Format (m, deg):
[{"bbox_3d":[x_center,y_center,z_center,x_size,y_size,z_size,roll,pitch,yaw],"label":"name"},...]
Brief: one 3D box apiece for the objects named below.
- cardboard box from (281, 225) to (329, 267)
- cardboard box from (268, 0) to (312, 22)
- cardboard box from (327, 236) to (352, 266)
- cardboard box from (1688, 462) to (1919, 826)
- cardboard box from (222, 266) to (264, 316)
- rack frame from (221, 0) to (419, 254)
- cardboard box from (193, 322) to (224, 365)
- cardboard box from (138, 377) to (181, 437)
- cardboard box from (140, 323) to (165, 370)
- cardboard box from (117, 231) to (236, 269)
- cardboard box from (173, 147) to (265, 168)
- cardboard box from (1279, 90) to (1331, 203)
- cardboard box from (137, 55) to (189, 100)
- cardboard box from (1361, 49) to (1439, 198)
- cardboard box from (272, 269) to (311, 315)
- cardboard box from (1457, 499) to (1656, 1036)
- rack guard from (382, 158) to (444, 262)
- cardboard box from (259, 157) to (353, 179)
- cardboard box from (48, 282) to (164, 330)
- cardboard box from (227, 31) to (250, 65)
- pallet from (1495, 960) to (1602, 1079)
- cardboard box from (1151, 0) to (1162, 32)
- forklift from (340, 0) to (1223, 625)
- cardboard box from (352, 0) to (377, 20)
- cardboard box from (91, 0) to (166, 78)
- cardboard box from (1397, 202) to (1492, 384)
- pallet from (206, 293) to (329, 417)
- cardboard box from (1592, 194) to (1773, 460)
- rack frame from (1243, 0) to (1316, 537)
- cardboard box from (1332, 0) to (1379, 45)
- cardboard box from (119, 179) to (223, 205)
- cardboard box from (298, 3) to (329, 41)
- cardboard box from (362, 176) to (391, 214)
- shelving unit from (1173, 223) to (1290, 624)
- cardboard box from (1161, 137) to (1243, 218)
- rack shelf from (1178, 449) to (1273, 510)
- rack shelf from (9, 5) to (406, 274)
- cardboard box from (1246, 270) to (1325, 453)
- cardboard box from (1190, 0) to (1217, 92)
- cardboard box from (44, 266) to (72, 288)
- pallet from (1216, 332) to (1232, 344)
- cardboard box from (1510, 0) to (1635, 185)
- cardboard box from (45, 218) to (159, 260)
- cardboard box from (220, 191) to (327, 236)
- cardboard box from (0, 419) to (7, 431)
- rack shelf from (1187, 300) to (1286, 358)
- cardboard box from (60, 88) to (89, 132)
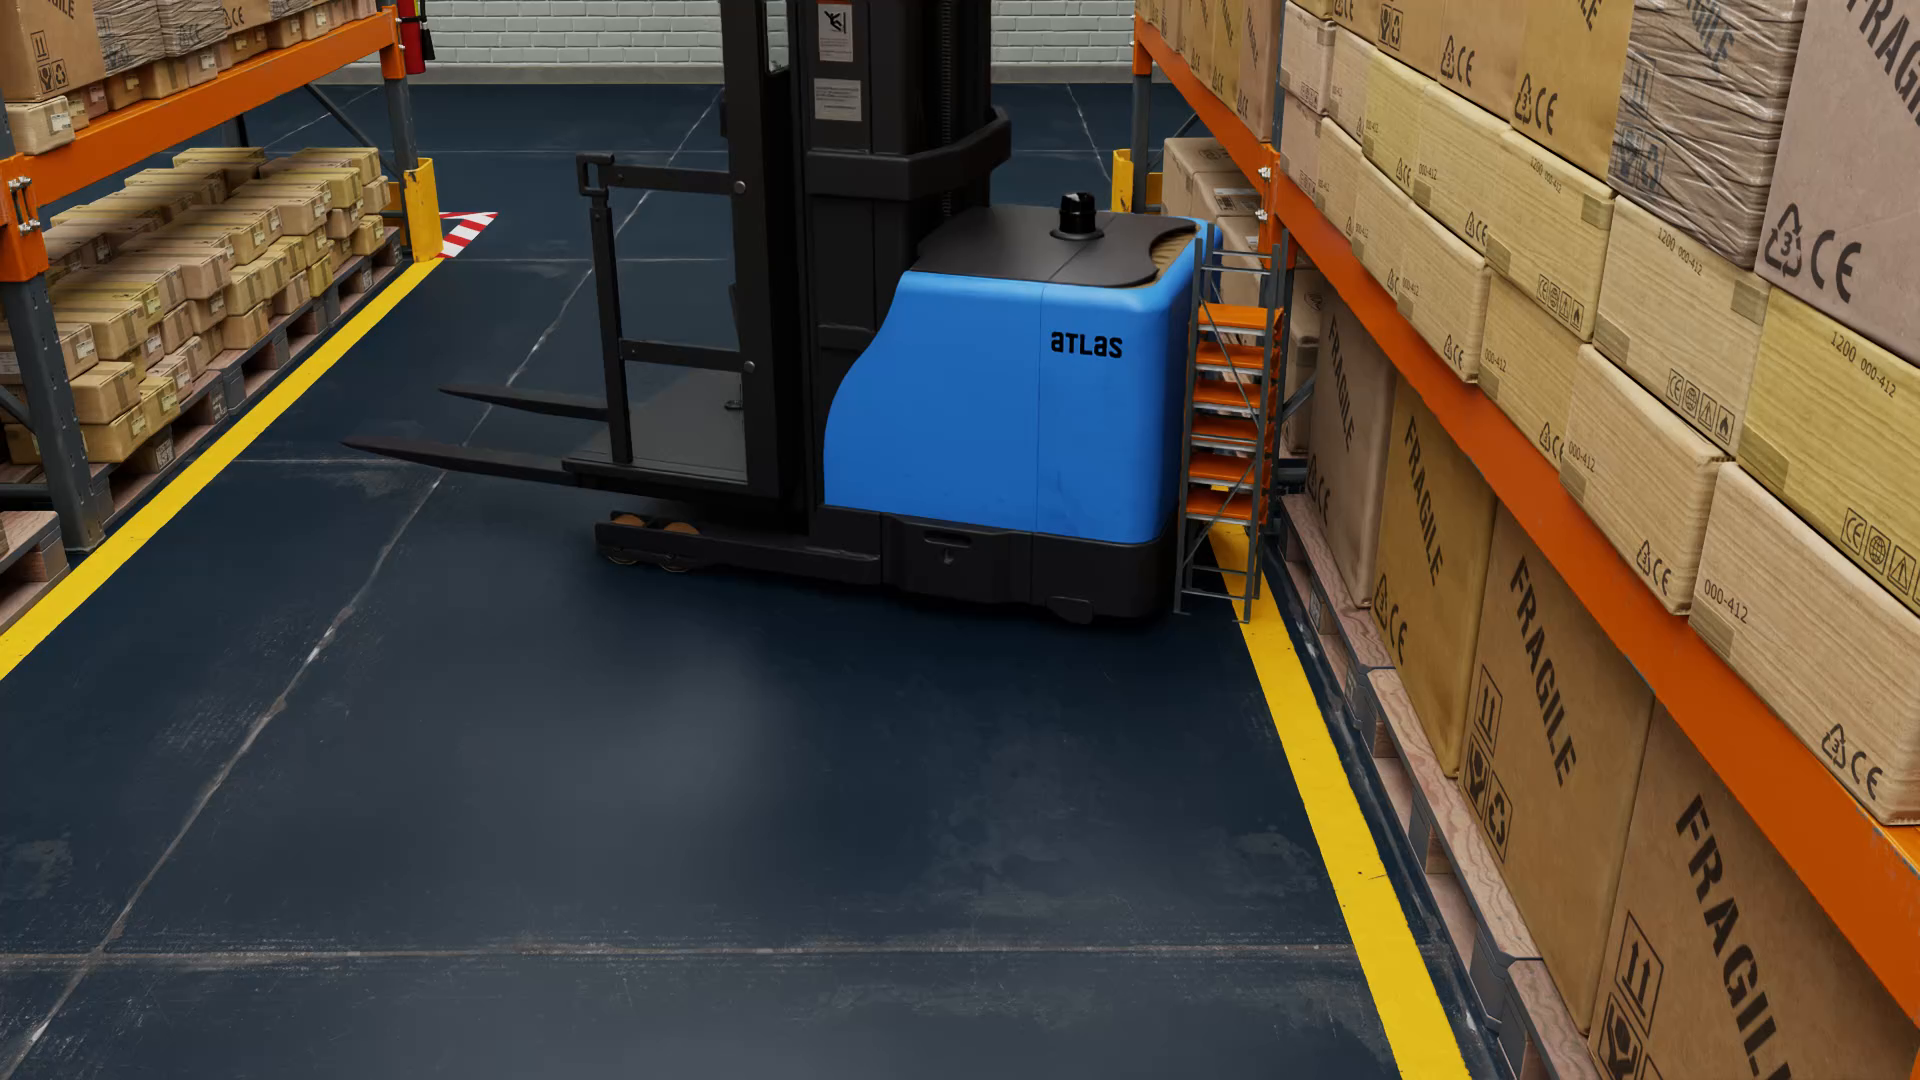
[{"bbox_3d":[-3.178,-1.373,7.735,0.380,0.149,0.250,0,24,0],"label":"cardboard box"},{"bbox_3d":[-3.217,-2.565,7.299,0.500,0.500,0.500,0,24,0],"label":"cardboard box"},{"bbox_3d":[-3.260,-1.450,8.267,0.380,0.149,0.250,0,24,-1],"label":"cardboard box"},{"bbox_3d":[1.276,0.105,2.060,0.500,0.250,0.500,-1,24,-2],"label":"cardboard box"},{"bbox_3d":[-3.185,-1.052,7.026,0.380,0.149,0.250,0,24,-1],"label":"cardboard box"},{"bbox_3d":[-3.495,-2.989,8.718,1.000,3.000,0.127,0,24,-1],"label":"rack frame"},{"bbox_3d":[-3.282,-0.811,6.854,0.380,0.149,0.250,-1,24,-3],"label":"cardboard box"},{"bbox_3d":[-3.137,-0.494,6.152,0.380,0.149,0.250,0,24,1],"label":"cardboard box"},{"bbox_3d":[-3.266,-0.723,6.298,0.380,0.149,0.250,0,24,-1],"label":"cardboard box"},{"bbox_3d":[-3.276,-1.189,6.967,0.380,0.149,0.250,-1,24,-3],"label":"cardboard box"},{"bbox_3d":[-3.829,-1.935,8.616,0.380,0.149,0.250,-1,24,-3],"label":"cardboard box"},{"bbox_3d":[1.238,-1.154,4.843,0.500,0.250,0.500,-1,24,-2],"label":"cardboard box"},{"bbox_3d":[-3.194,-1.776,6.342,0.380,0.149,0.250,0,24,0],"label":"cardboard box"},{"bbox_3d":[1.233,-0.959,3.805,0.500,0.250,0.500,0,24,0],"label":"cardboard box"},{"bbox_3d":[-3.196,-1.131,7.561,0.380,0.149,0.250,0,24,0],"label":"cardboard box"},{"bbox_3d":[1.611,0.368,3.365,0.875,0.875,0.875,0,24,0],"label":"cardboard box"},{"bbox_3d":[-3.494,-1.819,9.164,1.175,0.500,0.348,0,24,-1],"label":"rack guard"},{"bbox_3d":[-3.290,-1.831,8.387,0.380,0.149,0.250,0,24,0],"label":"cardboard box"},{"bbox_3d":[-3.244,-0.865,6.250,0.380,0.149,0.250,-1,24,-1],"label":"cardboard box"},{"bbox_3d":[-3.264,-2.101,7.060,0.380,0.149,0.250,0,24,0],"label":"cardboard box"},{"bbox_3d":[1.608,1.189,2.865,1.003,0.211,1.213,0,24,-1],"label":"pallet"},{"bbox_3d":[1.205,-2.691,7.938,0.500,0.500,0.500,-1,24,-1],"label":"cardboard box"},{"bbox_3d":[-0.696,-1.422,5.337,3.031,2.935,1.130,8,25,17],"label":"forklift"},{"bbox_3d":[-3.209,-2.741,8.476,0.380,0.149,0.250,0,24,0],"label":"cardboard box"},{"bbox_3d":[-3.217,-1.931,5.897,0.500,0.500,0.500,0,24,-1],"label":"cardboard box"},{"bbox_3d":[1.231,-0.523,3.449,0.500,0.250,0.500,-1,24,-1],"label":"cardboard box"},{"bbox_3d":[-3.510,-0.851,7.375,1.003,0.211,1.213,0,24,-1],"label":"pallet"},{"bbox_3d":[1.272,-0.325,2.405,0.500,0.250,0.500,-1,24,-2],"label":"cardboard box"},{"bbox_3d":[1.497,-1.404,5.215,1.000,3.000,0.127,0,24,-1],"label":"rack frame"},{"bbox_3d":[1.248,-1.513,4.122,0.500,0.500,0.500,0,24,-1],"label":"cardboard box"},{"bbox_3d":[-3.746,-1.616,7.910,0.380,0.149,0.250,-1,24,-3],"label":"cardboard box"},{"bbox_3d":[-3.200,-2.430,7.788,0.380,0.149,0.250,0,24,1],"label":"cardboard box"},{"bbox_3d":[-3.204,-1.801,8.680,0.380,0.149,0.250,-1,24,-2],"label":"cardboard box"},{"bbox_3d":[0.816,-0.337,5.038,0.258,1.200,0.189,8,26,17],"label":"shelving unit"},{"bbox_3d":[1.561,-1.805,8.701,0.875,0.438,0.875,-1,24,-2],"label":"cardboard box"},{"bbox_3d":[0.816,-0.187,5.106,0.258,0.103,0.180,8,26,17],"label":"rack shelf"},{"bbox_3d":[-3.473,-1.837,7.045,1.077,0.370,4.000,0,24,-1],"label":"rack shelf"},{"bbox_3d":[1.598,-0.688,6.230,0.875,0.438,0.875,-1,24,-1],"label":"cardboard box"},{"bbox_3d":[1.205,-2.059,6.541,0.500,0.500,0.500,-1,24,-1],"label":"cardboard box"},{"bbox_3d":[-3.693,-0.964,6.470,0.380,0.149,0.250,1,24,1],"label":"cardboard box"},{"bbox_3d":[1.551,-0.952,7.598,1.003,0.211,1.213,0,24,-1],"label":"pallet"},{"bbox_3d":[1.261,-0.885,2.733,0.500,0.500,0.500,0,24,-1],"label":"cardboard box"},{"bbox_3d":[-3.696,-1.289,7.189,0.380,0.149,0.250,0,24,0],"label":"cardboard box"},{"bbox_3d":[-3.163,-1.508,7.672,0.380,0.149,0.250,1,24,1],"label":"cardboard box"},{"bbox_3d":[-3.715,-0.500,6.166,0.380,0.149,0.250,0,24,1],"label":"cardboard box"},{"bbox_3d":[0.816,-0.624,4.908,0.258,0.103,0.180,8,26,17],"label":"rack shelf"},{"bbox_3d":[-3.204,-1.450,5.622,0.380,0.149,0.250,0,24,1],"label":"cardboard box"}]
